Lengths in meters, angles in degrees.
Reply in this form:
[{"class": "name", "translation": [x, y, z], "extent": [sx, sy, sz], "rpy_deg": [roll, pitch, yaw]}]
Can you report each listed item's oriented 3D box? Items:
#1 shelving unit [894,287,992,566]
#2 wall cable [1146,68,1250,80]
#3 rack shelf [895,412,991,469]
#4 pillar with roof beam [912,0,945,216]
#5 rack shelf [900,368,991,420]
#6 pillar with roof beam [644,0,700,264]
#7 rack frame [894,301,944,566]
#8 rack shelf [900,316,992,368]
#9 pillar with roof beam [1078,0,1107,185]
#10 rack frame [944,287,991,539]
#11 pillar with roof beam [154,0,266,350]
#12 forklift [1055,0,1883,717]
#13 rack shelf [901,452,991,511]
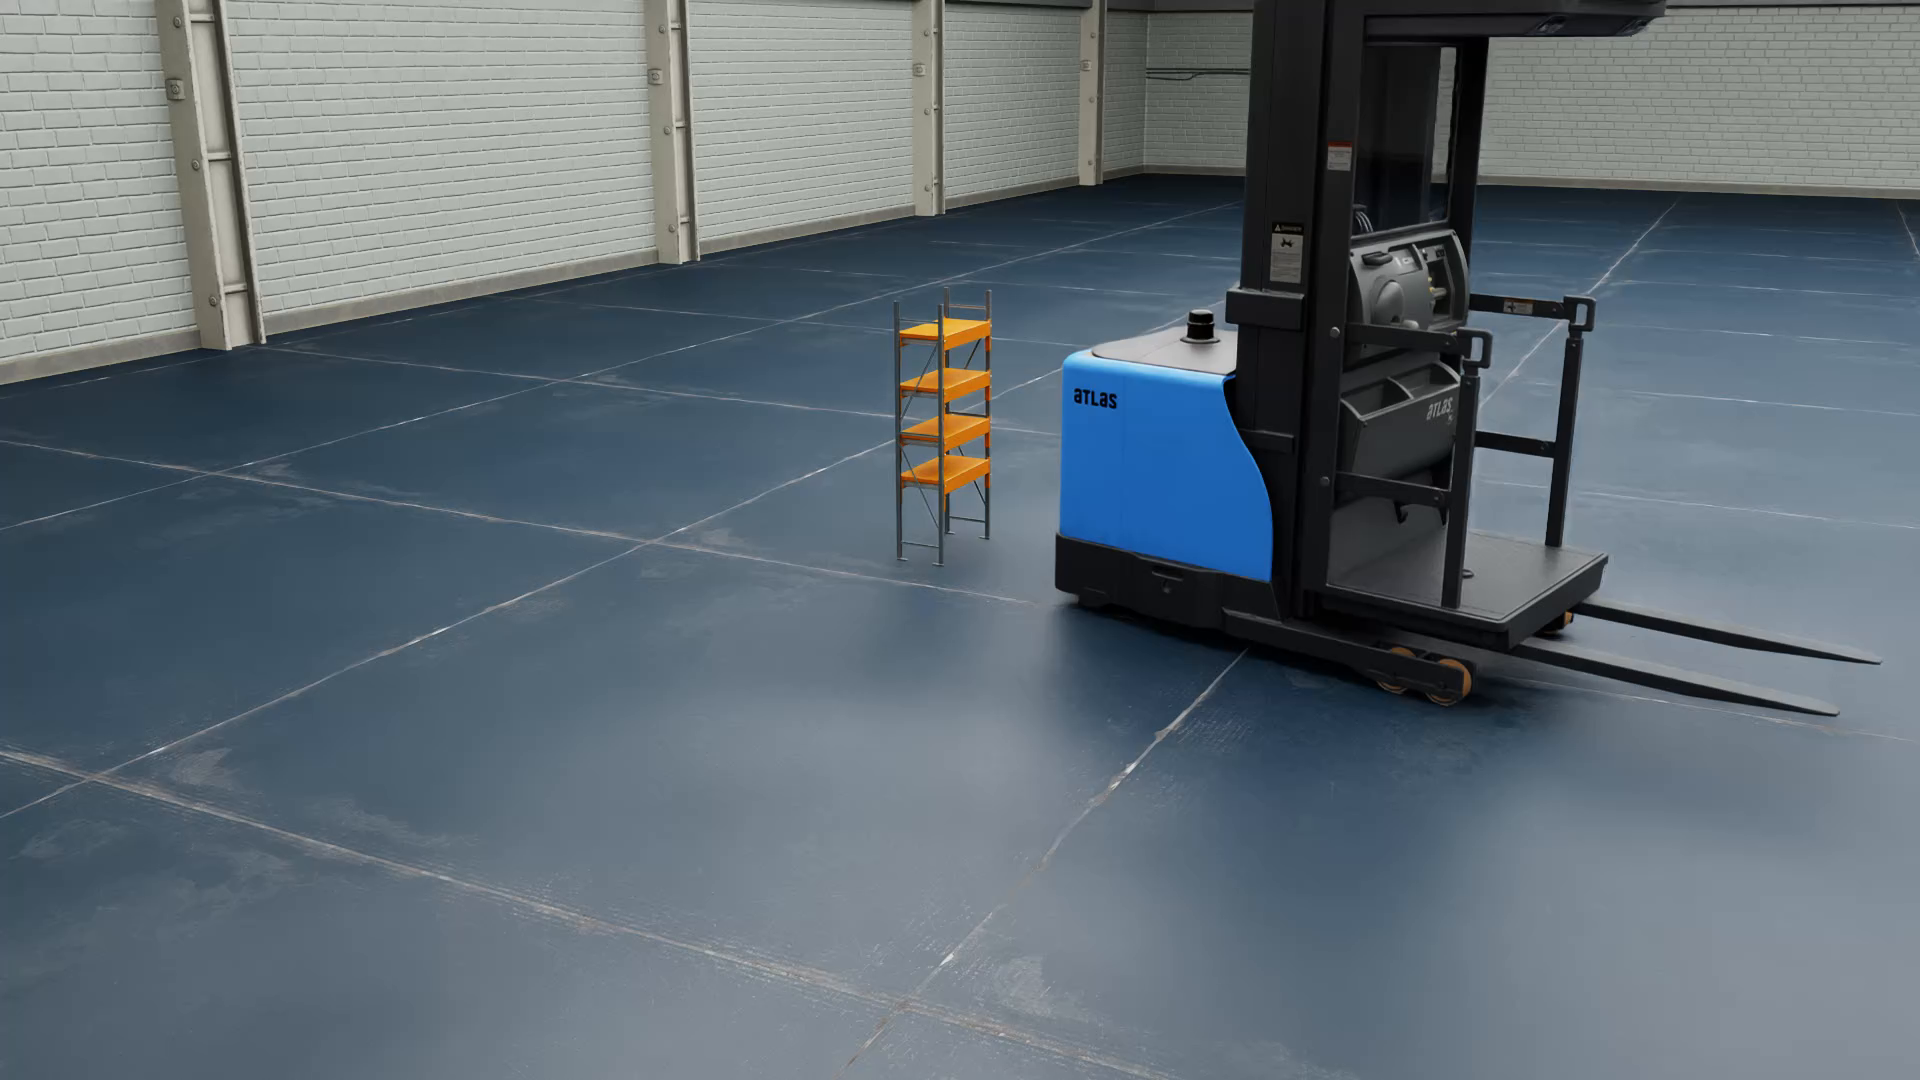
[{"class": "shelving unit", "translation": [-0.074, -0.533, 7.712], "extent": [0.258, 1.200, 0.503], "rpy_deg": [8, 18, 25]}, {"class": "wall cable", "translation": [4.746, -9.548, 29.819], "extent": [3.097, 2.526, 0.112], "rpy_deg": [8, 18, 25]}, {"class": "rack shelf", "translation": [-0.074, -0.469, 7.731], "extent": [0.258, 0.148, 0.480], "rpy_deg": [8, 18, 25]}, {"class": "pillar with roof beam", "translation": [3.417, -8.378, 20.427], "extent": [9.100, 9.000, 0.400], "rpy_deg": [8, 18, 25]}, {"class": "rack shelf", "translation": [-0.074, -0.683, 7.667], "extent": [0.258, 0.148, 0.480], "rpy_deg": [8, 18, 25]}, {"class": "pillar with roof beam", "translation": [0.736, -6.850, 15.282], "extent": [9.100, 9.000, 0.400], "rpy_deg": [8, 18, 25]}, {"class": "rack frame", "translation": [-0.183, -0.471, 7.502], "extent": [0.240, 1.200, 0.015], "rpy_deg": [8, 18, 25]}, {"class": "rack shelf", "translation": [-0.074, -0.910, 7.600], "extent": [0.258, 0.148, 0.480], "rpy_deg": [8, 18, 25]}, {"class": "pillar with roof beam", "translation": [6.098, -9.906, 25.573], "extent": [9.100, 9.000, 0.400], "rpy_deg": [8, 18, 25]}, {"class": "rack frame", "translation": [0.035, -0.595, 7.921], "extent": [0.240, 1.200, 0.015], "rpy_deg": [8, 18, 25]}, {"class": "pillar with roof beam", "translation": [-1.945, -5.322, 10.136], "extent": [9.100, 9.000, 0.400], "rpy_deg": [8, 18, 25]}, {"class": "forklift", "translation": [1.864, -0.976, 6.162], "extent": [3.031, 2.935, 1.130], "rpy_deg": [13, 21, 38]}, {"class": "rack shelf", "translation": [-0.074, -0.278, 7.787], "extent": [0.258, 0.148, 0.480], "rpy_deg": [8, 18, 25]}]
